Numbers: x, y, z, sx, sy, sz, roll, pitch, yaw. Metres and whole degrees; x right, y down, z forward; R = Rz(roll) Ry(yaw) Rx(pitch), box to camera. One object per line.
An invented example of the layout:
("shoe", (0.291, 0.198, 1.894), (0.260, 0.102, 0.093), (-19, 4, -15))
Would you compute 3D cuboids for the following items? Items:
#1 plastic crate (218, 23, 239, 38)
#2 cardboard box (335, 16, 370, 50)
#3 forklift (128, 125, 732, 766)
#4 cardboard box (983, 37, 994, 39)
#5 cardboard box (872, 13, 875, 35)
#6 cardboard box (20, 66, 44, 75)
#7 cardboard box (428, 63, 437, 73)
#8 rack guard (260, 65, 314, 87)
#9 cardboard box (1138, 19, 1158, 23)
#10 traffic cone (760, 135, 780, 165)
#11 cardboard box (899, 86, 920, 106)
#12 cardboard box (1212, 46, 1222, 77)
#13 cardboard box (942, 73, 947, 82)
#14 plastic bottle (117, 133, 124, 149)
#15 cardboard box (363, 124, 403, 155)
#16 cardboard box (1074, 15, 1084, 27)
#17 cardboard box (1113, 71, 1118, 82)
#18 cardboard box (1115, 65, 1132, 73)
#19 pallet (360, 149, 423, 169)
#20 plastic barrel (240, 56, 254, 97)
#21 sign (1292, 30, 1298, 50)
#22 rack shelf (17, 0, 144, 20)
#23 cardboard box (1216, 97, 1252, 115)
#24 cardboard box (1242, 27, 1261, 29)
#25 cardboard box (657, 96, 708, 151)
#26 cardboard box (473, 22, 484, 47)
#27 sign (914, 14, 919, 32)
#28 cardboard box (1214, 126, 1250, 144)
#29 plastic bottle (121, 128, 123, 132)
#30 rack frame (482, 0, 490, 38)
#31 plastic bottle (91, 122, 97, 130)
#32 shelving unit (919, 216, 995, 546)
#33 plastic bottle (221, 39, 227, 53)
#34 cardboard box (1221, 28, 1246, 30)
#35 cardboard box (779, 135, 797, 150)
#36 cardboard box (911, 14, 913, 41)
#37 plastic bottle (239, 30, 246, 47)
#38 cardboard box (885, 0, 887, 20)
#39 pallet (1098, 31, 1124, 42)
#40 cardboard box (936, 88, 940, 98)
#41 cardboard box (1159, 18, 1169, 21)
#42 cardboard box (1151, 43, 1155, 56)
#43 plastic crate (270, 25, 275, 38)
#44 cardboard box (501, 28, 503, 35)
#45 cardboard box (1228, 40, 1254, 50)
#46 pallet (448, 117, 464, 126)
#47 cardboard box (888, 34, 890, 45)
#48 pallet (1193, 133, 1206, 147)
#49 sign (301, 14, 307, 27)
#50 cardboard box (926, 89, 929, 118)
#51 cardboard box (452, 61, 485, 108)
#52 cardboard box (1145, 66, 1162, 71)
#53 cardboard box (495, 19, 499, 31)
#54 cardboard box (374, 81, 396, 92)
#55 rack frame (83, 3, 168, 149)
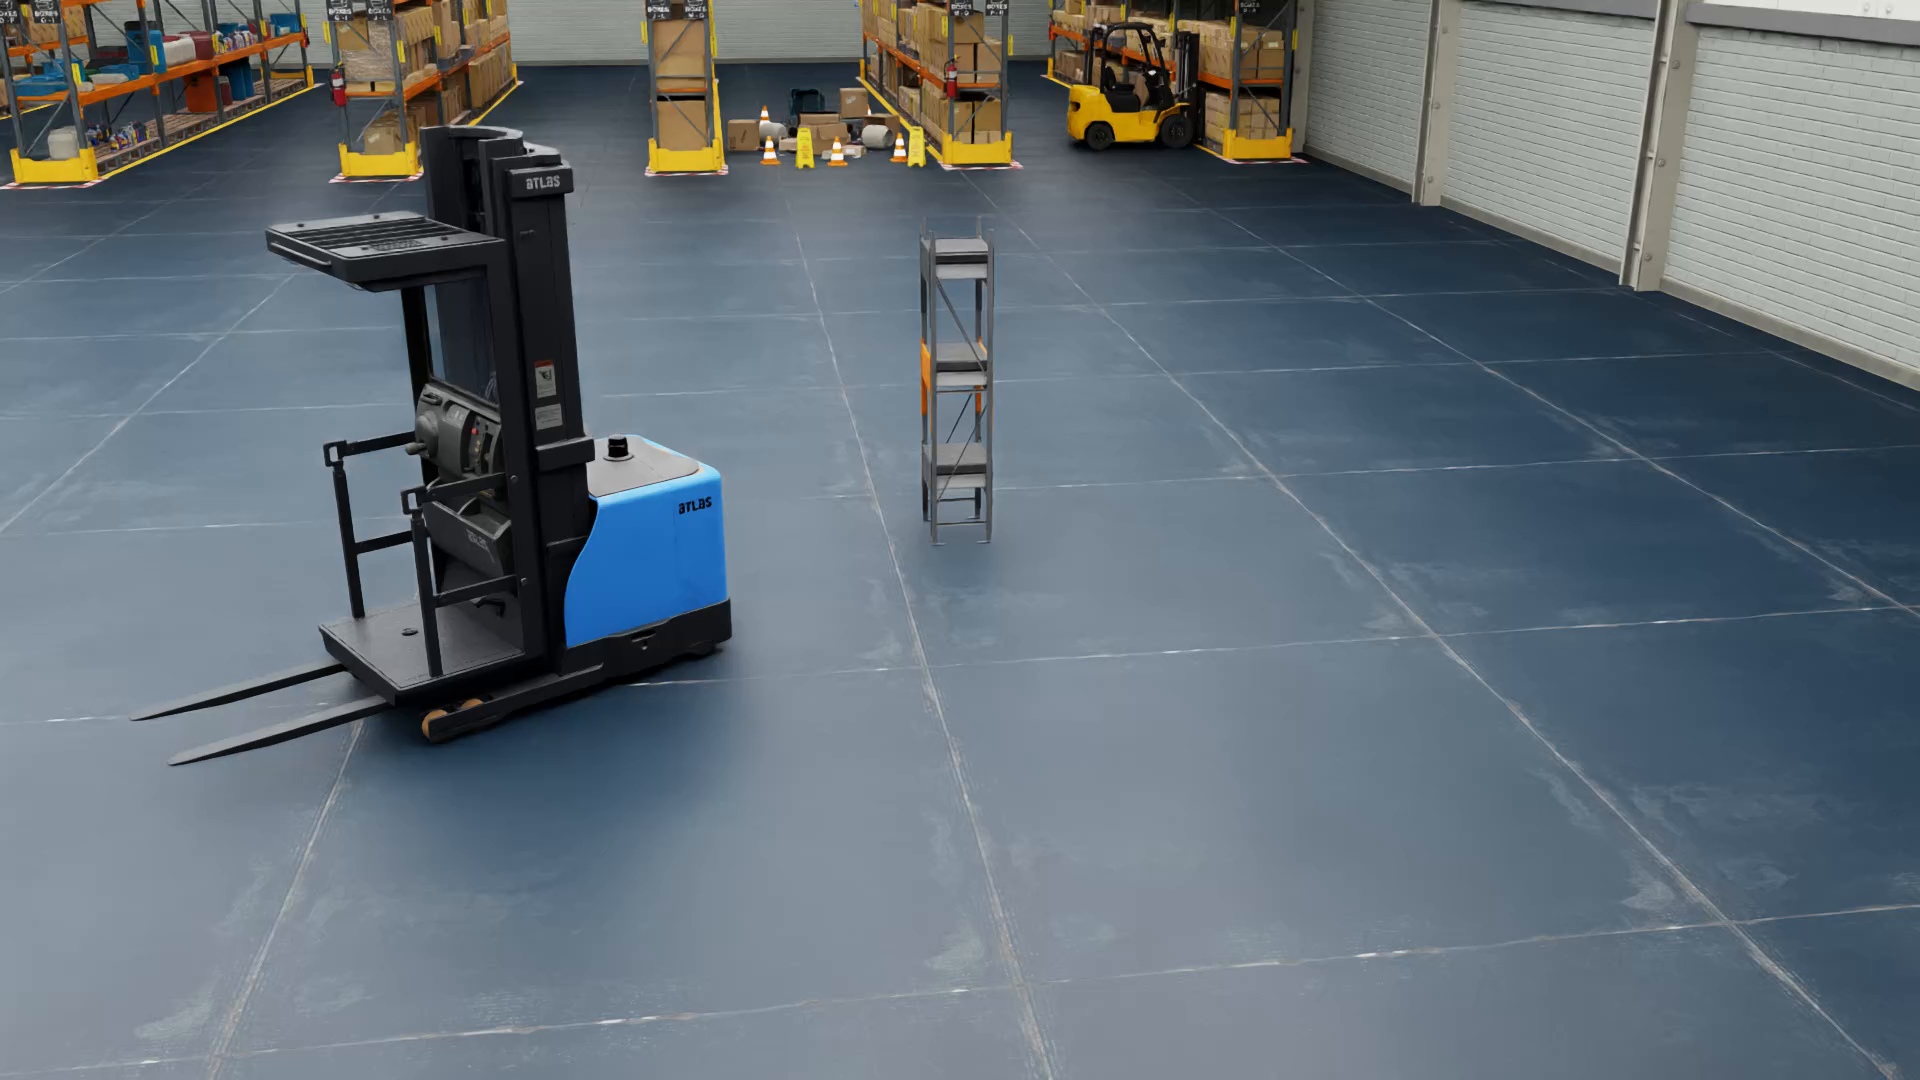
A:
("plastic crate", (-16.541, -11.468, 37.571), (0.392, 0.384, 0.575), (-3, 21, -8))
("cardboard box", (-9.829, -8.231, 26.969), (0.500, 0.500, 0.500), (-3, 21, -8))
("forklift", (-2.756, -0.546, 8.489), (3.031, 2.935, 1.130), (-17, 26, -38))
("cardboard box", (0.355, -8.618, 29.434), (0.500, 0.500, 0.500), (-3, 21, -9))
("cardboard box", (-1.828, -12.425, 40.053), (0.500, 0.500, 0.500), (-3, 21, -9))
("cardboard box", (-21.314, -10.741, 38.627), (0.797, 0.503, 0.637), (-3, 21, -8))
("cardboard box", (-9.760, -8.606, 30.329), (0.380, 0.149, 0.250), (-3, 21, -8))
("rack guard", (-16.729, -11.525, 41.358), (1.175, 0.500, 0.348), (-3, 21, -8))
("cardboard box", (3.967, -10.875, 34.976), (0.380, 0.149, 0.250), (-3, 21, -7))
("traffic cone", (-3.253, -6.680, 28.441), (0.336, 0.463, 0.334), (-3, 21, -8))
("cardboard box", (-0.780, -9.437, 35.352), (0.950, 0.372, 0.625), (-4, 21, -11))
("cardboard box", (4.817, -8.534, 29.634), (0.500, 0.500, 0.500), (-2, 21, -6))
("cardboard box", (-0.110, -7.981, 28.656), (0.380, 0.149, 0.250), (-3, 21, -8))
("plastic bottle", (-14.408, -6.838, 28.509), (0.097, 0.271, 0.097), (0, 20, 0))
("cardboard box", (-9.578, -6.641, 27.682), (0.500, 0.500, 0.500), (1, 20, 2))
("cardboard box", (3.081, -12.710, 40.748), (0.500, 0.250, 0.500), (-3, 21, -8))
("cardboard box", (3.724, -10.254, 37.357), (0.500, 0.500, 0.500), (-3, 21, -9))
("cardboard box", (3.668, -10.500, 37.088), (0.380, 0.149, 0.250), (-4, 21, -11))
("pallet", (-9.598, -6.401, 28.053), (1.003, 0.211, 1.213), (-3, 21, -8))
("plastic barrel", (-16.074, -10.327, 36.979), (0.600, 0.901, 0.708), (-3, 21, -8))
("sign", (5.763, -8.618, 28.653), (0.100, 0.325, 0.005), (-3, 21, -8))
("rack shelf", (-14.694, -8.909, 27.523), (1.077, 0.370, 4.000), (-3, 21, -8))
("cardboard box", (4.838, -7.670, 29.366), (0.500, 0.250, 0.500), (-2, 21, -6))
("cardboard box", (5.236, -9.126, 29.868), (0.380, 0.149, 0.250), (-2, 21, -6))
("cardboard box", (-4.745, -7.046, 28.231), (0.875, 0.875, 0.875), (-3, 21, -7))
("cardboard box", (-10.750, -11.099, 36.503), (0.500, 0.500, 0.500), (-3, 21, -8))
("sign", (-0.824, -9.796, 31.502), (0.100, 0.325, 0.005), (-3, 21, -8))
("cardboard box", (4.833, -7.205, 29.549), (0.500, 0.250, 0.500), (-3, 21, -7))
("plastic bottle", (-14.628, -7.066, 29.101), (0.061, 0.283, 0.133), (-3, 21, -8))
("rack frame", (-11.235, -11.553, 37.861), (1.000, 3.000, 0.127), (-3, 21, -8))
("plastic bottle", (-15.277, -7.198, 29.358), (0.144, 0.351, 0.185), (-2, 21, -6))
("shelving unit", (-0.024, -1.041, 11.002), (0.431, 2.100, 0.503), (-3, 21, -8))
("plastic bottle", (-15.376, -10.318, 34.722), (0.061, 0.283, 0.133), (-3, 21, -8))
("cardboard box", (4.860, -9.016, 29.573), (0.380, 0.149, 0.250), (-3, 21, -7))
("cardboard box", (-3.088, -7.215, 30.154), (0.396, 0.266, 0.258), (1, 20, 2))
("cardboard box", (-0.710, -10.165, 32.976), (0.500, 0.500, 0.500), (-2, 21, -6))
("plastic bottle", (-15.653, -10.914, 36.221), (0.144, 0.351, 0.185), (-3, 21, -8))
("cardboard box", (-1.398, -11.874, 37.148), (0.500, 0.500, 0.500), (-3, 21, -9))
("pallet", (3.775, -11.502, 38.000), (1.003, 0.211, 1.213), (-3, 21, -8))
("cardboard box", (-0.224, -7.937, 29.510), (0.380, 0.149, 0.250), (-3, 21, -7))
("cardboard box", (4.432, -10.990, 35.284), (0.380, 0.149, 0.250), (-3, 21, -8))
("cardboard box", (4.186, -9.973, 33.844), (0.500, 0.250, 0.500), (-3, 21, -7))
("plastic crate", (-16.174, -11.814, 38.642), (0.437, 0.282, 0.530), (-3, 21, -8))
("cardboard box", (-11.247, -12.270, 40.140), (0.380, 0.149, 0.250), (-3, 21, -8))
("cardboard box", (4.886, -8.606, 28.901), (0.380, 0.149, 0.250), (-3, 21, -7))
("pallet", (-10.374, -8.169, 32.787), (1.003, 0.211, 1.213), (-3, 21, -8))
("cardboard box", (-1.327, -11.111, 36.891), (0.500, 0.250, 0.500), (-3, 21, -8))
("pallet", (4.889, -7.527, 31.068), (1.003, 0.211, 1.213), (-3, 21, -8))
("sign", (-16.170, -12.798, 40.961), (0.100, 0.325, 0.005), (-3, 21, -8))
("cardboard box", (-0.368, -8.140, 30.981), (0.500, 0.500, 0.500), (-2, 21, -6))
("cardboard box", (-10.737, -9.609, 35.093), (1.225, 0.875, 0.875), (-4, 21, -10))
("cardboard box", (4.293, -10.445, 36.941), (0.380, 0.149, 0.250), (-2, 21, -5))
("cardboard box", (-11.190, -12.149, 39.247), (0.500, 0.250, 0.500), (-2, 21, -6))
("cardboard box", (-9.310, -7.391, 27.077), (0.380, 0.149, 0.250), (-3, 21, -8))
("rack frame", (-14.983, -8.533, 29.776), (1.000, 3.000, 0.127), (-3, 21, -8))
